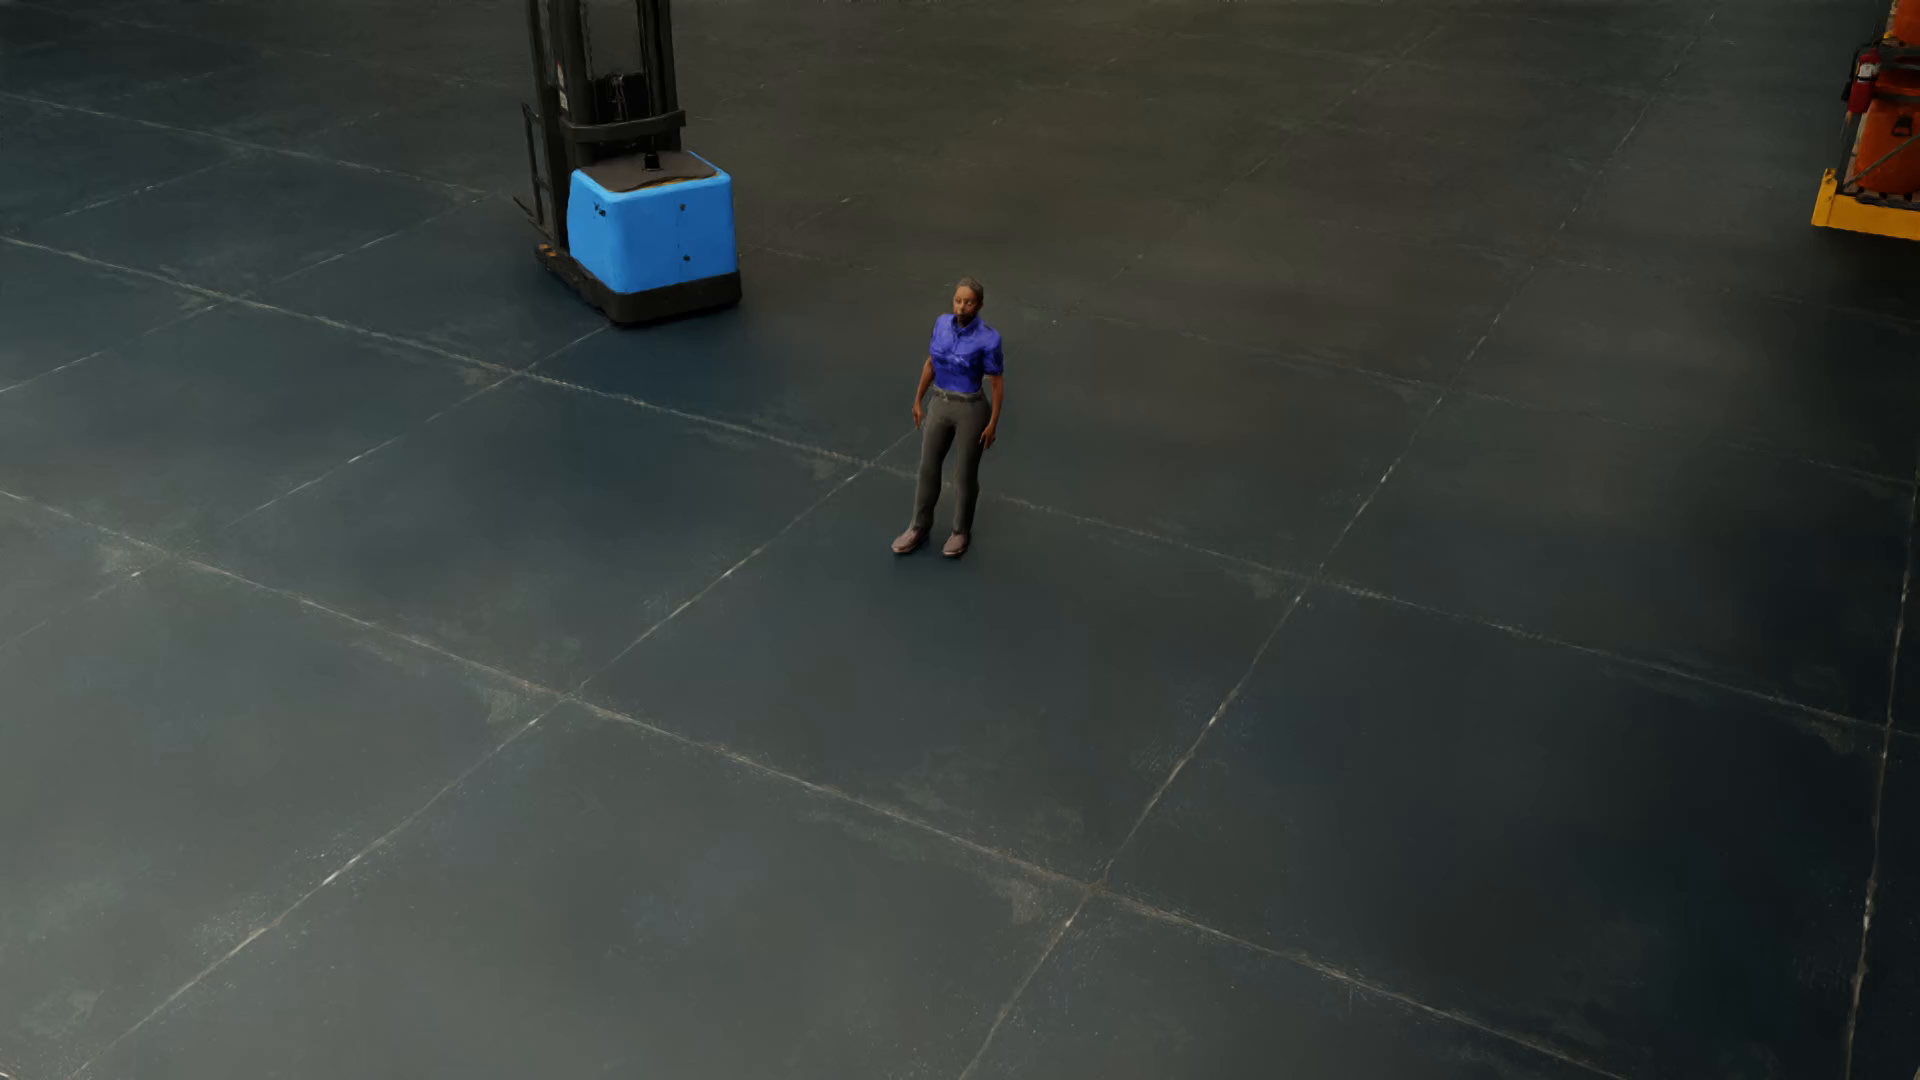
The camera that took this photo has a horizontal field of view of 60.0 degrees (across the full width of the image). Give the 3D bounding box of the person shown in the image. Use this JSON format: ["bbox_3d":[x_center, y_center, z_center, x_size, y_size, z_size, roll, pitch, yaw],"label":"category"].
[{"bbox_3d":[-0.059,-0.689,9.527,0.570,1.654,0.503,15,33,25],"label":"person"}]

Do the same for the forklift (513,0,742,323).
[{"bbox_3d":[-2.937,-3.625,13.352,1.130,2.935,3.031,-17,34,-27],"label":"forklift"}]
